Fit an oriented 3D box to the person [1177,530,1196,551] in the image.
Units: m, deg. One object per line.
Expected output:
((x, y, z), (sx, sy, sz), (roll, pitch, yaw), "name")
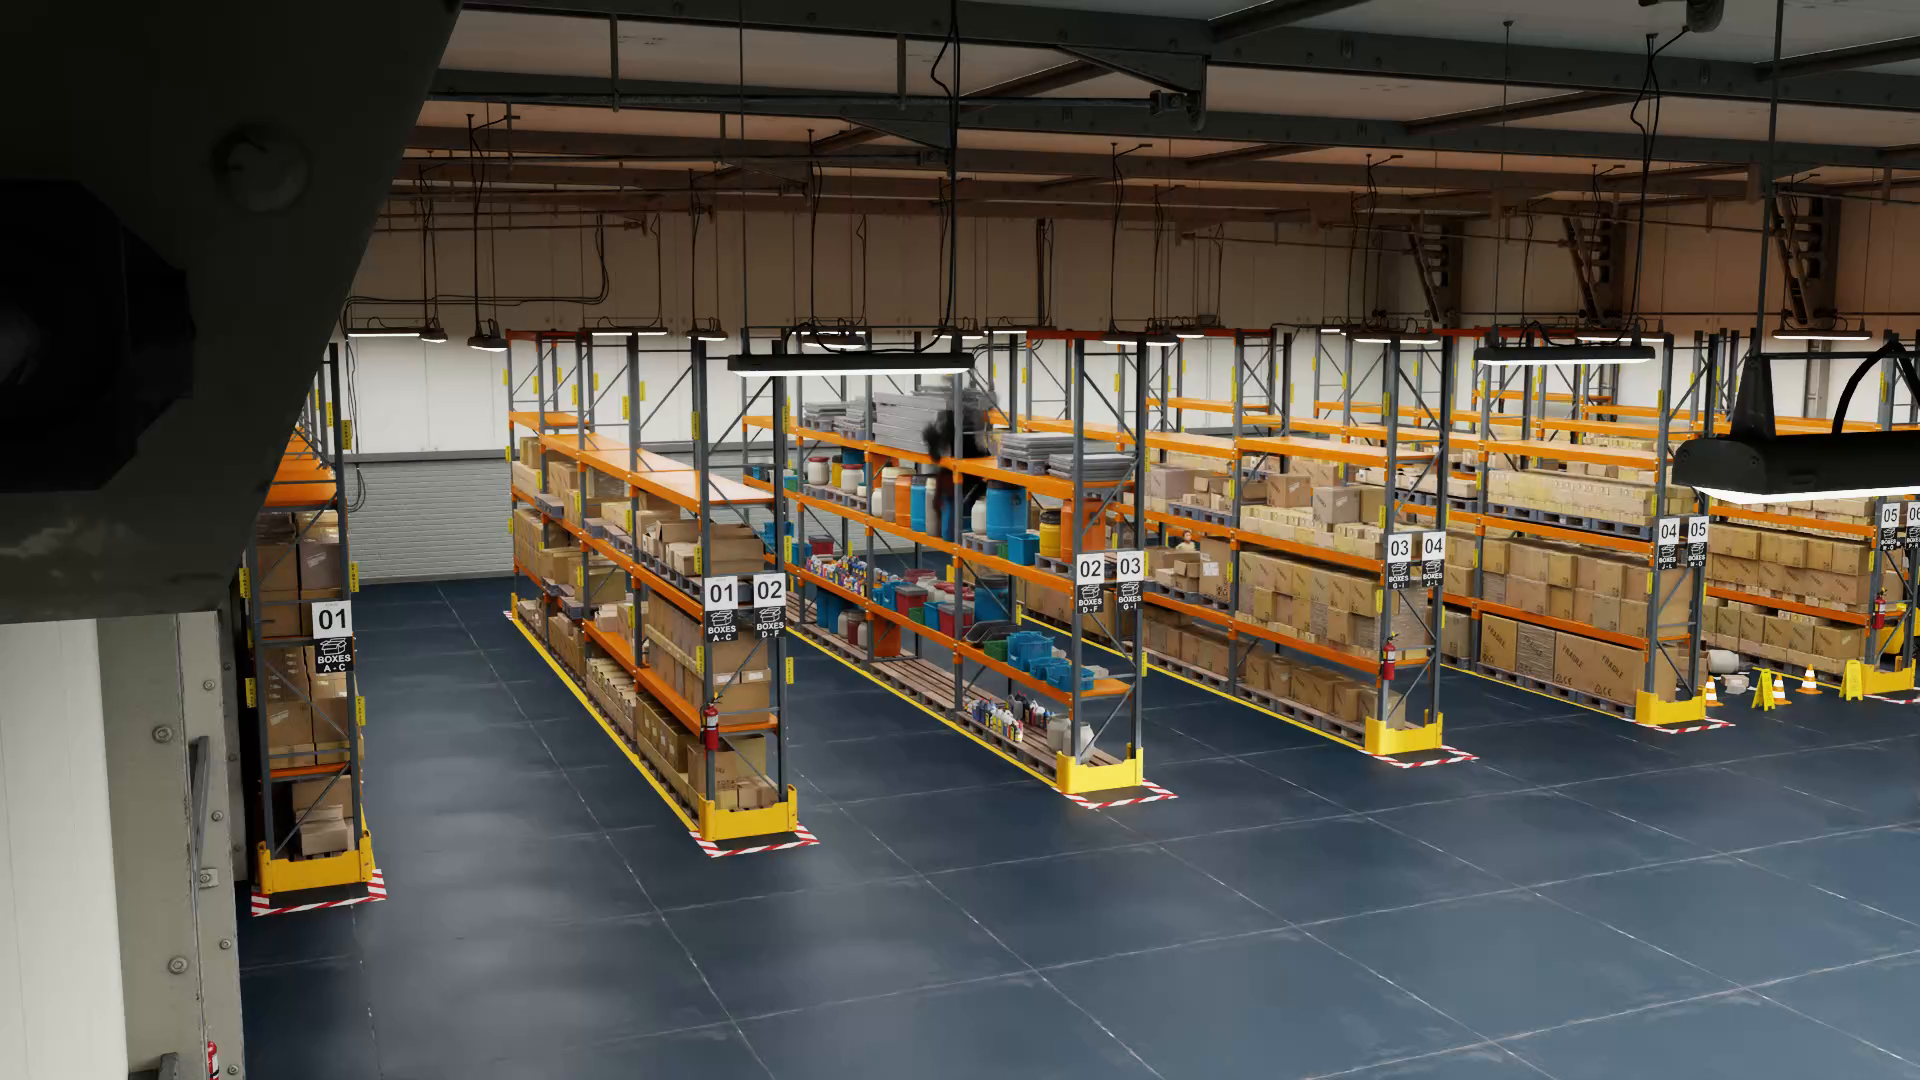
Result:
((4.919, 0.627, 35.847), (0.578, 1.668, 0.965), (-2, 8, -15), "person")

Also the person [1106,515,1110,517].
((3.382, -0.012, 40.613), (0.810, 1.737, 0.740), (3, 8, 23), "person")
